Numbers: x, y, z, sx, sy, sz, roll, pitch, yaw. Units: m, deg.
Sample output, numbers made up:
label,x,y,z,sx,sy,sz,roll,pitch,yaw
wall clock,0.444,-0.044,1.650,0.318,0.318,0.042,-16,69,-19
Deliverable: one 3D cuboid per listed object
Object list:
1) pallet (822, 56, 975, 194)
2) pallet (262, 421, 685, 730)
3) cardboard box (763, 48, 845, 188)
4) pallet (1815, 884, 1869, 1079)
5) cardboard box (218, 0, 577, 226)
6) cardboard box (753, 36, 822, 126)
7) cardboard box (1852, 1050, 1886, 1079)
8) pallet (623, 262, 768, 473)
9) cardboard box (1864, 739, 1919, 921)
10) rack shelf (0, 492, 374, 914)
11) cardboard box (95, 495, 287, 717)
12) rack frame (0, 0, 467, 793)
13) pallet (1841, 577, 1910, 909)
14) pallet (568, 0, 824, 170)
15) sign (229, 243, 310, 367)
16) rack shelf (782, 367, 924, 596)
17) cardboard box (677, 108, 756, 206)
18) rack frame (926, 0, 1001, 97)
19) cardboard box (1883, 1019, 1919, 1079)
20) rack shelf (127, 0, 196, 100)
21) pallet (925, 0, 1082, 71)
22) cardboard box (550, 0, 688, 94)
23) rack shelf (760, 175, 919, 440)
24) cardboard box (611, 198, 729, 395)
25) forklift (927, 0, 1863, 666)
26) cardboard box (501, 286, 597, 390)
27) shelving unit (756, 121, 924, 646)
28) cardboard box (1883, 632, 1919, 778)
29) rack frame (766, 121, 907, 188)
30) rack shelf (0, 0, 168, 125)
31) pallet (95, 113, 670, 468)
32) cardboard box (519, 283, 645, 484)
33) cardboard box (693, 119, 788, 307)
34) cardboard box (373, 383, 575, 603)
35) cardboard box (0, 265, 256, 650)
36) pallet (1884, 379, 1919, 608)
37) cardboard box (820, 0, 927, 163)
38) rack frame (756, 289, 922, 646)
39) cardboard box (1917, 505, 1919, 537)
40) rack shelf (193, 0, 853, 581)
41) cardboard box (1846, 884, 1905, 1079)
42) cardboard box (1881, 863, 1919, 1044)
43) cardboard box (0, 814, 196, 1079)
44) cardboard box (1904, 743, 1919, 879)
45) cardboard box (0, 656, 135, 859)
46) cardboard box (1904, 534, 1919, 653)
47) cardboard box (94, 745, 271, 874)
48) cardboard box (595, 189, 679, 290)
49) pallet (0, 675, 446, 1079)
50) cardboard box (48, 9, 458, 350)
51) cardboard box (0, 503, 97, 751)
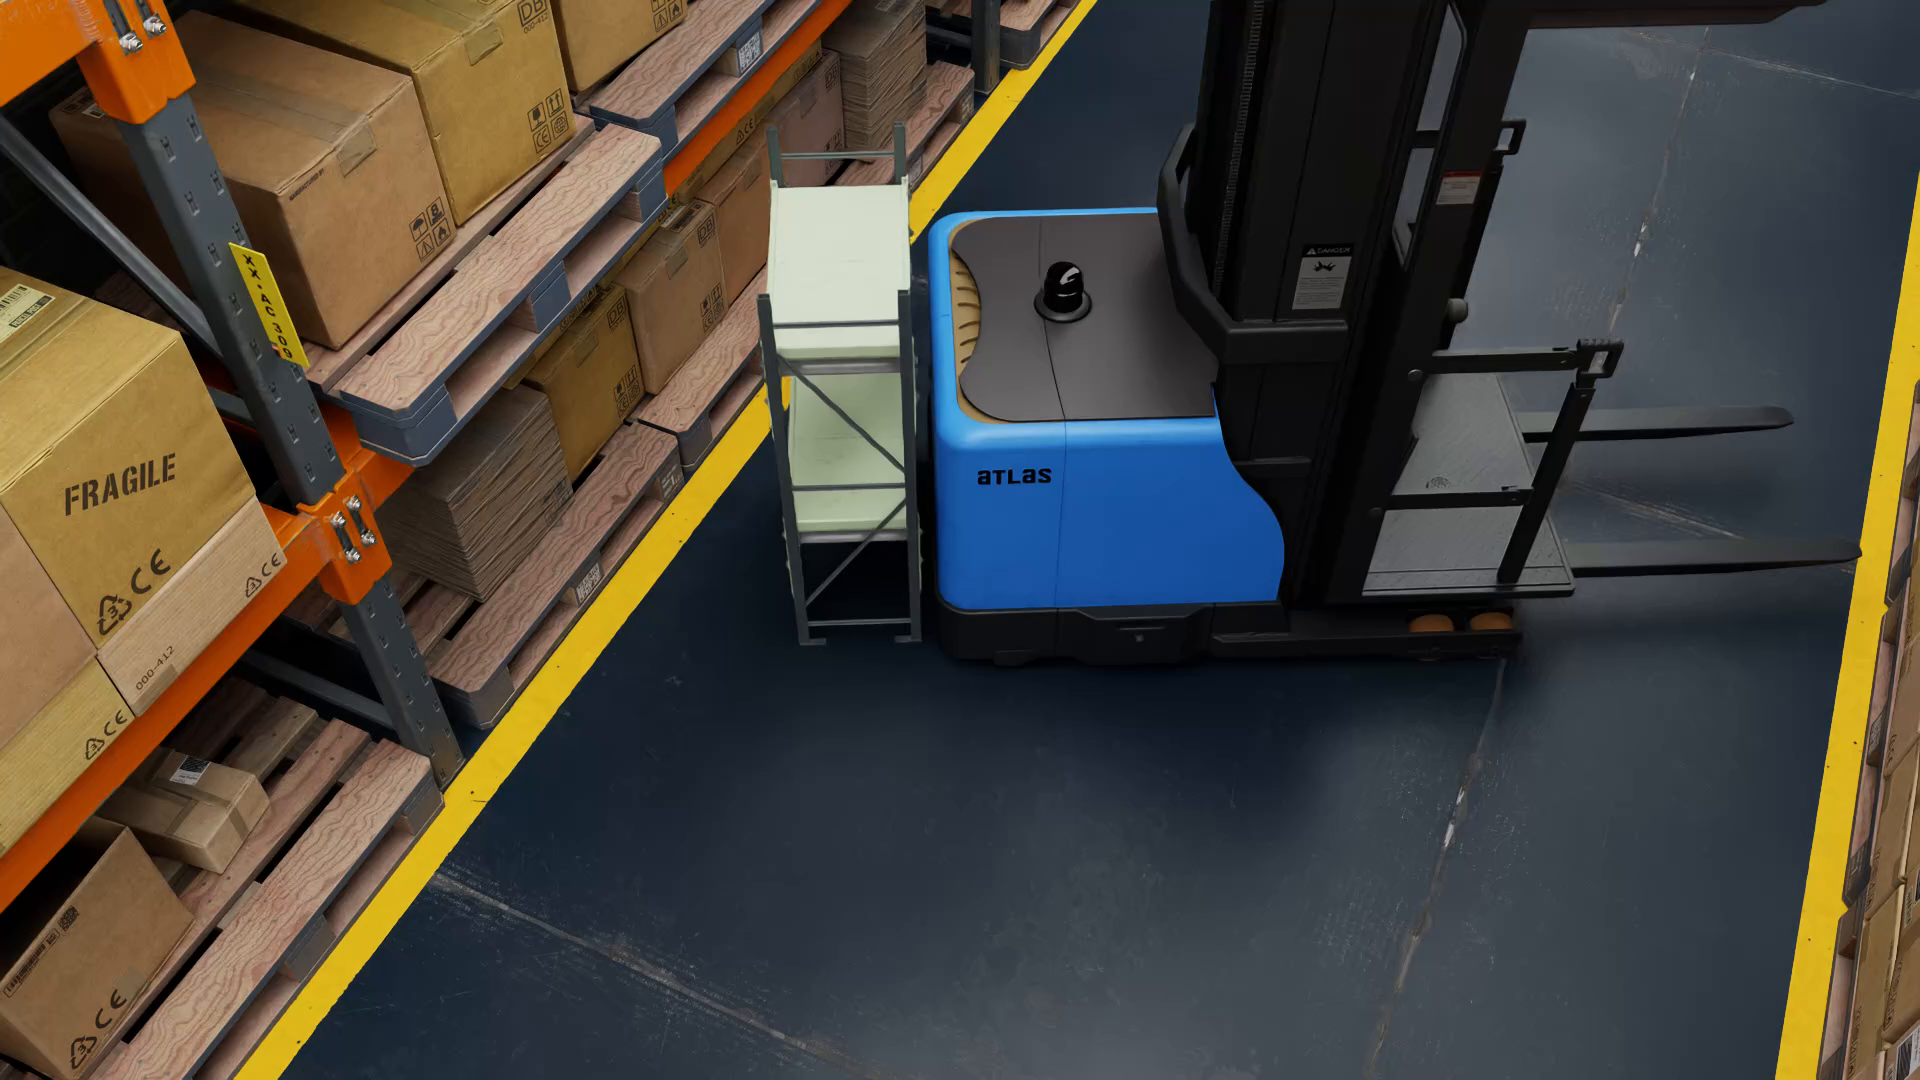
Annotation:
label,x,y,z,sx,sy,sz,roll,pitch,yaw
pallet,-0.635,-1.716,7.071,1.003,0.211,1.213,20,52,16
pallet,-1.678,-0.036,5.642,1.003,0.211,1.213,20,52,16
cardboard box,-0.886,-1.660,6.545,0.700,0.500,0.500,20,52,16
pallet,2.751,1.590,4.258,1.003,0.211,1.213,20,52,16
cardboard box,-1.516,-1.299,4.532,0.700,0.500,0.500,25,54,20
cardboard box,-0.861,-1.848,6.213,0.500,0.250,0.500,21,53,17
cardboard box,2.386,1.582,3.964,0.500,0.250,0.500,19,52,16
pallet,-1.158,-0.879,6.359,1.003,0.211,1.213,20,52,16
cardboard box,2.822,0.882,4.560,0.500,0.250,0.500,21,53,17
rack shelf,-2.864,1.208,3.225,1.077,0.370,4.000,20,52,16
cardboard box,-1.937,0.064,3.811,0.500,0.250,0.500,20,52,16
rack frame,-2.009,-0.403,4.123,1.000,3.000,0.127,20,52,16
pallet,3.271,0.747,4.976,1.003,0.211,1.213,20,52,16
pallet,-1.109,-1.718,5.369,1.003,0.211,1.213,20,52,16
sign,-1.515,-0.512,3.648,0.100,0.325,0.005,20,52,16
rack shelf,-0.342,-0.220,5.380,0.431,0.370,0.720,-2,50,-1
cardboard box,-1.076,-1.492,5.910,0.500,0.250,0.500,20,52,16
rack frame,-0.300,-3.157,6.467,1.000,3.000,0.127,20,52,16
cardboard box,2.385,1.408,3.744,0.500,0.311,0.500,20,52,16
rack shelf,-1.155,-2.519,4.427,1.077,0.370,4.000,20,52,16
pallet,0.105,-2.772,7.970,1.003,0.211,1.213,20,52,16
cardboard box,-1.263,-1.763,4.926,0.700,0.500,0.500,27,55,21
rack shelf,-0.343,-0.685,4.835,0.431,0.370,0.720,-2,50,-1
cardboard box,-1.280,-0.958,5.948,0.700,0.500,0.500,20,53,16
forklift,1.417,-0.962,4.644,3.031,2.935,1.130,-2,50,-2
cardboard box,-1.525,-0.795,5.317,0.500,0.250,0.500,19,52,15
shelving unit,-0.343,-0.432,5.132,0.431,1.500,0.755,-2,50,-1
cardboard box,3.041,0.532,4.858,0.500,0.250,0.500,21,53,17
rack frame,-0.357,-0.710,5.369,0.400,1.500,0.023,-2,50,-1
rack shelf,-2.864,0.236,2.083,1.077,0.370,4.000,20,52,16
pallet,-1.551,-0.819,4.604,1.003,0.211,1.213,20,52,16
cardboard box,-1.534,-0.620,5.660,0.700,0.500,0.500,19,52,15
cardboard box,-1.073,-1.309,6.246,0.700,0.500,0.500,20,52,16
cardboard box,-1.710,-0.247,5.343,0.700,0.500,0.500,21,53,17
cardboard box,-1.931,-0.177,3.524,0.500,0.500,0.500,20,52,16
pallet,3.793,-0.090,5.688,1.003,0.211,1.213,20,52,16
cardboard box,-0.561,-1.977,6.815,0.700,0.500,0.500,20,53,17
rack frame,-0.328,-0.153,4.895,0.400,1.500,0.023,-2,50,-1
cardboard box,3.477,-0.181,5.464,0.500,0.250,0.500,18,52,15
rack shelf,-1.155,-1.547,5.569,1.077,0.370,4.000,20,52,16
cardboard box,2.604,1.234,4.260,0.500,0.250,0.500,19,52,16
cardboard box,2.602,1.047,4.051,0.500,0.311,0.500,21,53,17
cardboard box,-2.416,0.993,4.288,0.500,0.500,0.500,16,52,13
cardboard box,2.817,0.704,4.342,0.500,0.311,0.500,20,52,16
cardboard box,-2.158,0.405,3.521,0.500,0.250,0.500,20,52,16
cardboard box,3.260,0.179,5.158,0.500,0.250,0.500,19,52,15
cardboard box,-2.211,0.751,4.713,0.380,0.166,0.250,14,51,11
cardboard box,-1.306,-1.154,5.623,0.500,0.250,0.500,18,52,15
pallet,-2.264,0.975,4.782,1.003,0.211,1.213,20,52,16
cardboard box,-1.761,-0.917,4.206,0.700,0.500,0.500,20,52,16
cardboard box,-2.139,0.168,3.230,0.500,0.500,0.500,20,52,16
